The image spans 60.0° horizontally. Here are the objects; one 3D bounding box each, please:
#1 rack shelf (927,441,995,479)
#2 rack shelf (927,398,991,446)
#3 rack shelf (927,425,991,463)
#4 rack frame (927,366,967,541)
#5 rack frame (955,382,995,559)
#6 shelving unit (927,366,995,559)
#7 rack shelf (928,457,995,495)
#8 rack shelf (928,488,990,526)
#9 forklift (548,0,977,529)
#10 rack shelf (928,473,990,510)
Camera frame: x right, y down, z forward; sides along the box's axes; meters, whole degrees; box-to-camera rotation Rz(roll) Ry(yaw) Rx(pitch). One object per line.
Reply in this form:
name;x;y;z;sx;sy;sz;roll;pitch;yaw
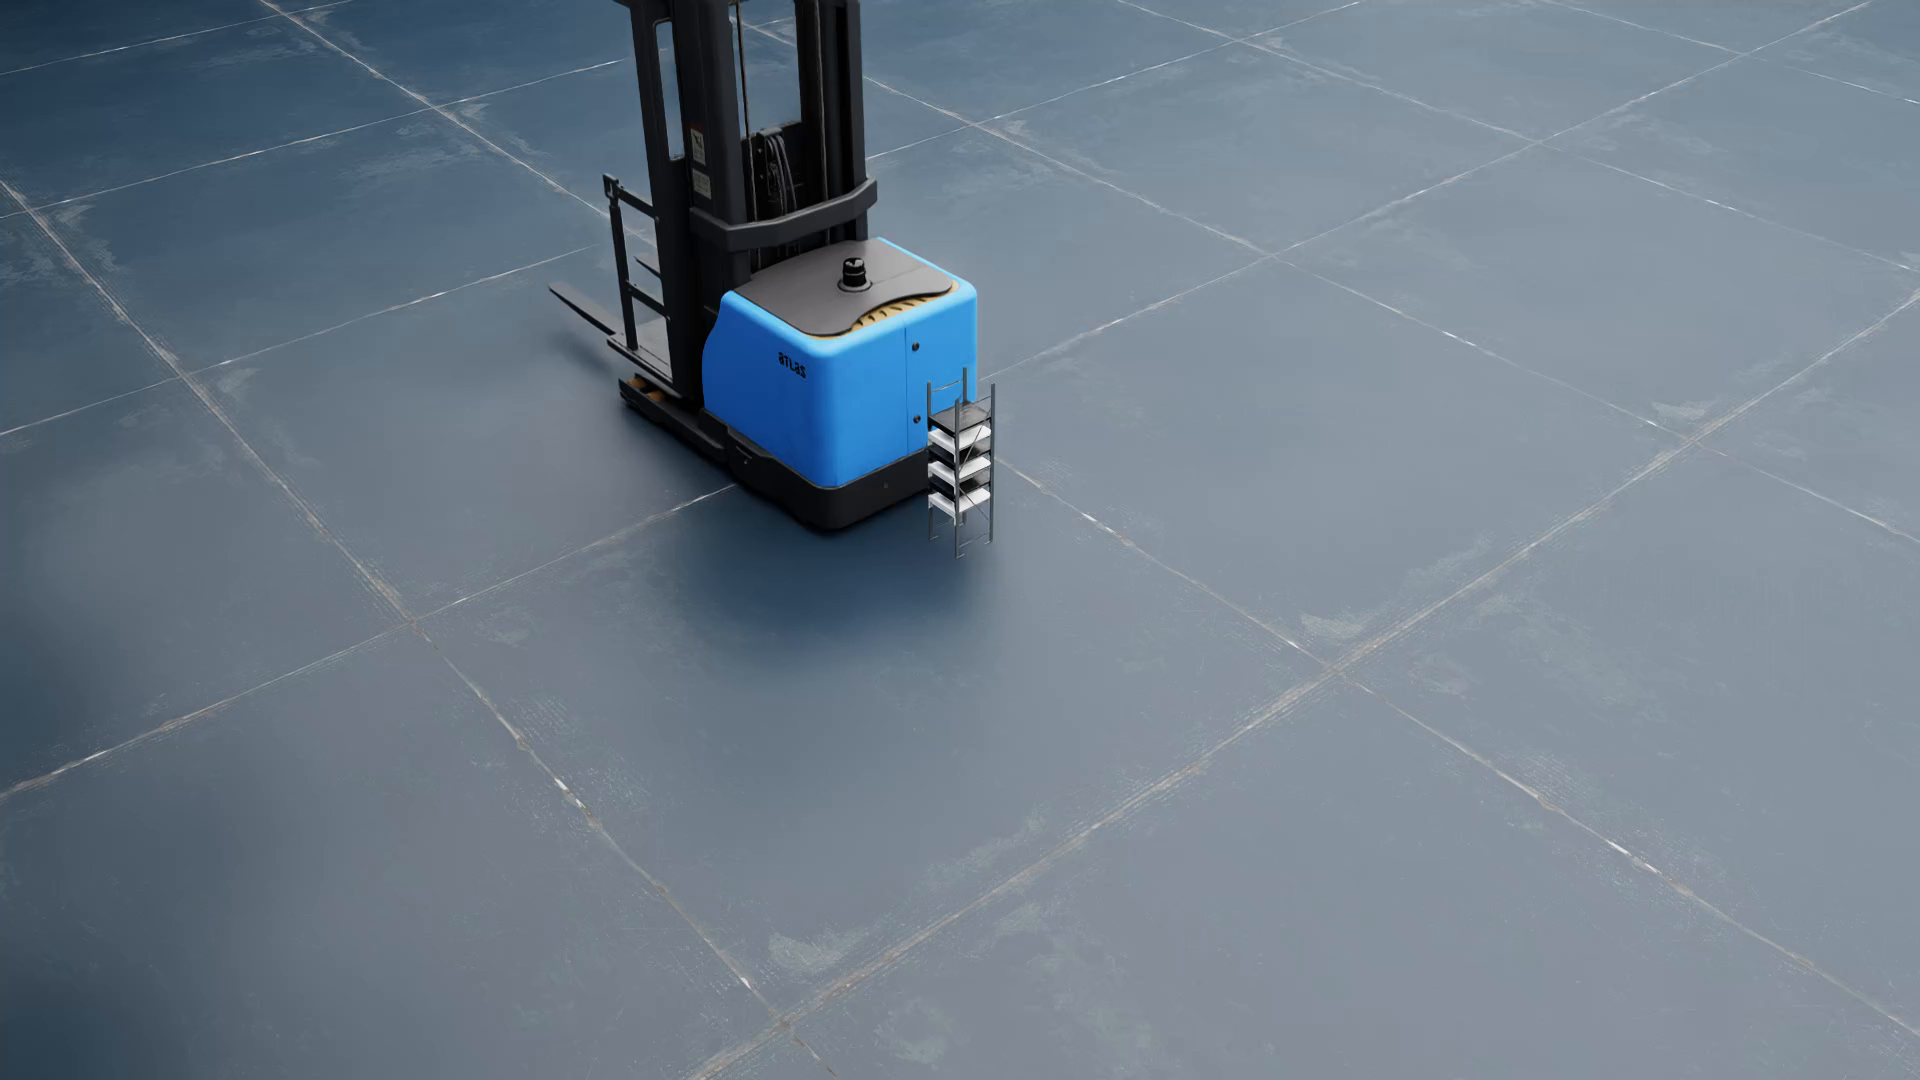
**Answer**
rack shelf;0.005;-0.410;7.952;0.258;0.077;0.200;-26;43;-32
rack shelf;0.005;-0.557;7.848;0.258;0.077;0.200;-26;43;-32
rack shelf;0.005;-0.483;7.900;0.258;0.077;0.200;-26;43;-32
rack frame;-0.060;-0.409;8.048;0.240;0.900;0.006;-26;43;-32
rack frame;0.071;-0.319;7.921;0.240;0.900;0.006;-26;43;-32
shelving unit;0.005;-0.364;7.985;0.258;0.900;0.210;-26;43;-32
rack shelf;0.005;-0.336;8.004;0.258;0.077;0.200;-26;43;-32
rack shelf;0.005;-0.190;8.108;0.258;0.077;0.200;-26;43;-32
forklift;-1.245;-2.023;8.571;1.130;2.935;3.031;-27;43;-32
rack shelf;0.005;-0.263;8.056;0.258;0.077;0.200;-26;43;-32
